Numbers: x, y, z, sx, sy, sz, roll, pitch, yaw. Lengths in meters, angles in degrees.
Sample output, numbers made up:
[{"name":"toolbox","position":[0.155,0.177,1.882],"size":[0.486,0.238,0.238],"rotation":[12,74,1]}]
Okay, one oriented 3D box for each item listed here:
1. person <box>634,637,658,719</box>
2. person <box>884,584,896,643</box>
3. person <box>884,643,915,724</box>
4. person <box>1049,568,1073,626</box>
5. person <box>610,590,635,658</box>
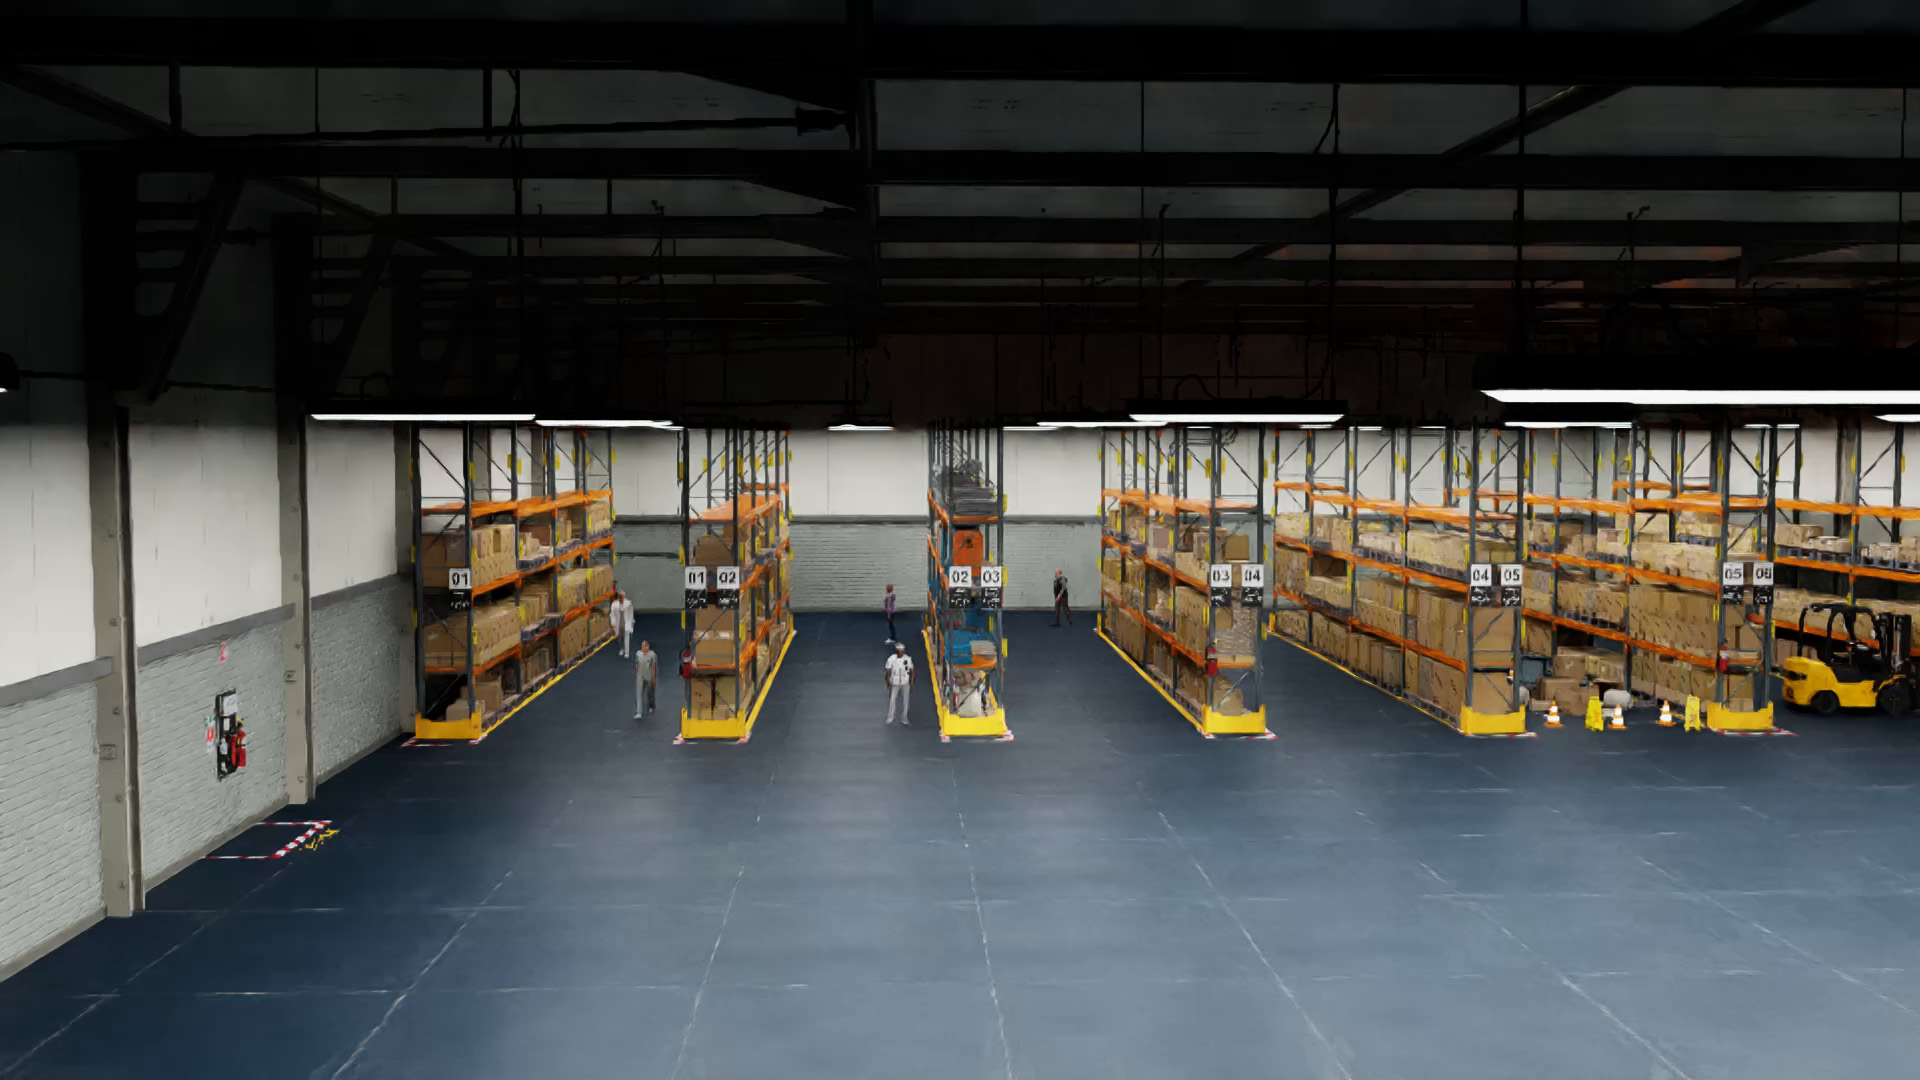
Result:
[{"name":"person","position":[-6.275,2.738,33.292],"size":[0.445,1.591,1.106],"rotation":[0,4,-5]},{"name":"person","position":[-1.881,2.004,44.969],"size":[0.355,1.555,0.525],"rotation":[0,4,7]},{"name":"person","position":[-1.181,2.797,32.504],"size":[0.592,1.625,0.531],"rotation":[0,4,-4]},{"name":"person","position":[2.994,1.684,48.946],"size":[0.700,1.711,0.555],"rotation":[-2,4,-30]},{"name":"person","position":[-8.542,2.108,42.026],"size":[0.601,1.694,1.187],"rotation":[0,4,-5]}]
